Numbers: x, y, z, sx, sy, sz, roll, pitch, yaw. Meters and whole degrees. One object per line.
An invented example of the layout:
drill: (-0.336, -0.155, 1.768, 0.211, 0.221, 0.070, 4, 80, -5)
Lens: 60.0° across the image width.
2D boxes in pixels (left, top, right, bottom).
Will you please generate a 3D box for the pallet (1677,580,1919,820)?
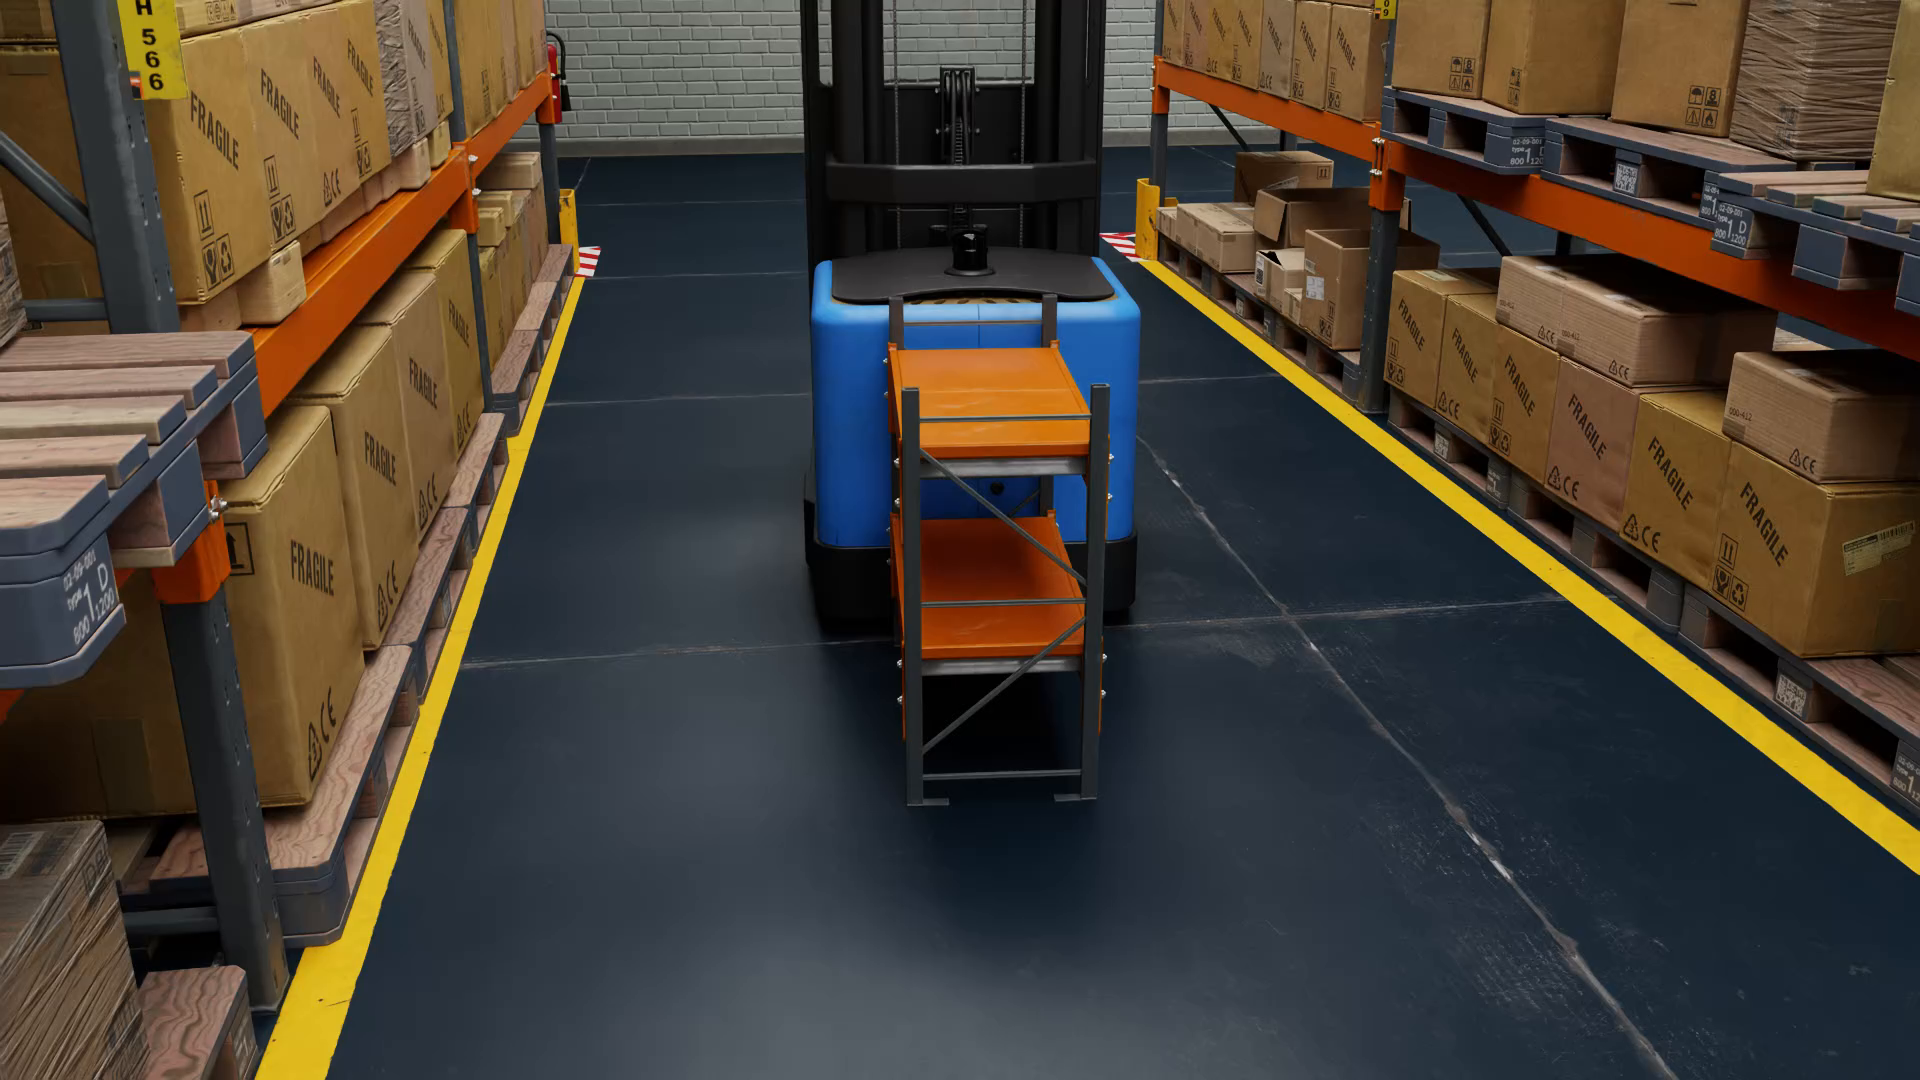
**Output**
pallet: (2.882, 0.400, 4.845, 1.003, 0.211, 1.213, -3, 21, -8)

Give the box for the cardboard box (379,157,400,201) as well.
cardboard box: (-2.079, -1.214, 5.511, 0.380, 0.149, 0.250, -3, 21, -8)

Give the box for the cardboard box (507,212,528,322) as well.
cardboard box: (-2.673, -1.422, 8.708, 0.700, 0.500, 0.500, -2, 21, -6)

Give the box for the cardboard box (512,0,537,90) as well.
cardboard box: (-2.903, -2.878, 9.206, 0.980, 0.700, 0.700, -3, 21, -8)

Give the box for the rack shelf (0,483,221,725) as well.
rack shelf: (-1.661, 0.634, 1.259, 1.077, 0.370, 4.000, -3, 21, -8)

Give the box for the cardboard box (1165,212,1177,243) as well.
cardboard box: (1.555, -2.046, 10.828, 0.380, 0.166, 0.250, -3, 21, -8)

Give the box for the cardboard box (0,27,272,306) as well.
cardboard box: (-1.766, -0.772, 3.399, 0.500, 0.500, 0.500, -2, 21, -6)

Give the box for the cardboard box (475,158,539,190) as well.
cardboard box: (-2.666, -2.134, 9.687, 0.380, 0.149, 0.250, -2, 21, -6)

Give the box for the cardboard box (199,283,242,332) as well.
cardboard box: (-1.795, -0.500, 3.599, 0.380, 0.149, 0.250, -3, 21, -7)

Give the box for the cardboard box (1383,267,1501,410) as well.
cardboard box: (2.204, -0.887, 7.247, 0.500, 0.500, 0.500, -4, 21, -10)

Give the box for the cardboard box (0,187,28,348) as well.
cardboard box: (-1.872, -0.486, 2.458, 0.700, 0.500, 0.500, -5, 21, -14)

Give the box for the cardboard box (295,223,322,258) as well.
cardboard box: (-1.981, -0.857, 4.553, 0.380, 0.149, 0.250, -3, 21, -7)

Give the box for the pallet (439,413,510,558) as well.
pallet: (-2.340, -0.210, 6.478, 1.003, 0.211, 1.213, -3, 21, -8)

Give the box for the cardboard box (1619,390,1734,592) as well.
cardboard box: (2.510, -0.173, 5.335, 0.500, 0.500, 0.500, -4, 21, -10)

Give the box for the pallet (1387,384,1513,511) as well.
pallet: (2.530, -0.445, 7.107, 1.003, 0.211, 1.213, -3, 21, -8)

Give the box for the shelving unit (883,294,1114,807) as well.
shelving unit: (0.074, -0.017, 4.655, 0.538, 1.125, 1.048, -1, 21, -4)

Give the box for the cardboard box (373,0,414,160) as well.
cardboard box: (-2.063, -1.478, 5.290, 0.500, 0.500, 0.500, -3, 21, -8)

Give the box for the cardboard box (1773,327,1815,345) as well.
cardboard box: (2.865, -0.565, 6.385, 0.500, 0.500, 0.500, -3, 21, -7)

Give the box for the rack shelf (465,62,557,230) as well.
rack shelf: (-2.814, -2.136, 8.675, 1.077, 0.370, 4.000, -3, 21, -8)

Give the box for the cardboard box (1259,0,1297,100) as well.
cardboard box: (1.897, -2.594, 8.733, 0.500, 0.500, 0.500, -2, 21, -7)

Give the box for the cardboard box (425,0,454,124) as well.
cardboard box: (-2.210, -1.829, 6.228, 0.500, 0.500, 0.500, -3, 21, -9)

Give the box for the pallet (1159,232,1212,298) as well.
pallet: (1.925, -1.807, 10.754, 1.003, 0.211, 1.213, -3, 21, -8)

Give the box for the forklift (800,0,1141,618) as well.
forklift: (-0.042, -1.593, 6.291, 1.130, 2.935, 3.031, -1, 21, -4)

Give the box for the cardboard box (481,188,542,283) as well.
cardboard box: (-2.831, -1.780, 9.668, 0.700, 0.500, 0.500, -3, 21, -8)

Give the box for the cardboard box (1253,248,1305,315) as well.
cardboard box: (1.904, -1.420, 8.946, 0.500, 0.311, 0.500, -3, 21, -8)

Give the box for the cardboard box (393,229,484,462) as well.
cardboard box: (-2.304, -0.751, 6.413, 0.750, 0.750, 0.750, -3, 21, -7)

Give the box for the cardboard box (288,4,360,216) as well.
cardboard box: (-1.903, -1.126, 4.346, 0.500, 0.500, 0.500, -3, 21, -8)

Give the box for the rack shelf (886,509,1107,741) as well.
rack shelf: (0.074, 0.212, 4.740, 0.538, 0.278, 1.000, -1, 21, -4)

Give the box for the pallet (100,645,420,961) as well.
pallet: (-1.989, 0.634, 4.216, 1.003, 0.211, 1.213, -3, 21, -8)

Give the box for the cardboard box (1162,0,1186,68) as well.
cardboard box: (1.602, -3.296, 10.611, 0.500, 0.500, 0.500, -2, 21, -7)

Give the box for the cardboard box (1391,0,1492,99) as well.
cardboard box: (2.222, -2.100, 6.807, 0.700, 0.500, 0.500, -10, 23, -26)

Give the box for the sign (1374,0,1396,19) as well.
sign: (1.839, -2.407, 7.136, 0.100, 0.325, 0.005, -3, 21, -8)

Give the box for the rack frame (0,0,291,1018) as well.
rack frame: (-1.950, -0.395, 2.987, 1.000, 3.000, 0.127, -3, 21, -8)

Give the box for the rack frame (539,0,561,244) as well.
rack frame: (-3.103, -3.165, 10.403, 1.000, 3.000, 0.127, -3, 21, -8)

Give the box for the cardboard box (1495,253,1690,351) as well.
cardboard box: (2.348, -0.892, 6.188, 0.500, 0.250, 0.500, -3, 21, -8)

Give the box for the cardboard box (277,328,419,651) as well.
cardboard box: (-2.046, -0.150, 4.802, 0.750, 0.750, 0.750, -3, 21, -8)

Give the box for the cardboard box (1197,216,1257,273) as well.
cardboard box: (1.740, -1.785, 10.010, 0.500, 0.250, 0.500, -3, 21, -8)

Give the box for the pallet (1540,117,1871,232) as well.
pallet: (2.667, -1.230, 5.495, 1.003, 0.211, 1.213, -3, 21, -8)

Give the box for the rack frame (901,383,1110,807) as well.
rack frame: (0.110, 0.160, 4.179, 0.500, 1.125, 0.032, -1, 21, -4)

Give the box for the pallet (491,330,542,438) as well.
pallet: (-2.558, -0.741, 7.899, 1.003, 0.211, 1.213, -3, 21, -8)

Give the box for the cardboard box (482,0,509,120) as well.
cardboard box: (-2.688, -2.362, 7.825, 0.980, 0.700, 0.700, -3, 21, -9)

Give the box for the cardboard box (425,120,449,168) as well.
cardboard box: (-2.137, -1.483, 6.230, 0.380, 0.149, 0.250, -3, 21, -7)

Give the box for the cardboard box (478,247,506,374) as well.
cardboard box: (-2.533, -1.070, 7.766, 0.700, 0.500, 0.500, -3, 21, -7)

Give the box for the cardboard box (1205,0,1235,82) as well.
cardboard box: (1.751, -2.944, 9.668, 0.500, 0.500, 0.500, -3, 21, -8)

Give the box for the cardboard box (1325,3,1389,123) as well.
cardboard box: (2.049, -2.238, 7.779, 0.500, 0.500, 0.500, -3, 21, -7)

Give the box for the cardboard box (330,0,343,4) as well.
cardboard box: (-1.994, -1.648, 4.672, 0.500, 0.250, 0.500, -3, 21, -9)

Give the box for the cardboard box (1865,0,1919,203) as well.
cardboard box: (2.750, -1.102, 4.137, 0.700, 0.500, 0.500, -10, 23, -26)

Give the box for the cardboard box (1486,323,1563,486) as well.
cardboard box: (2.356, -0.529, 6.289, 0.500, 0.500, 0.500, -3, 21, -7)

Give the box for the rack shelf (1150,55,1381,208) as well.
rack shelf: (2.087, -2.387, 9.348, 1.077, 0.370, 4.000, -3, 21, -8)

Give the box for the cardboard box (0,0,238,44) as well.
cardboard box: (-1.764, -1.122, 3.265, 0.500, 0.250, 0.500, -2, 21, -6)

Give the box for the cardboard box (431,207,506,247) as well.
cardboard box: (-2.401, -1.502, 7.995, 0.380, 0.149, 0.250, -2, 21, -6)

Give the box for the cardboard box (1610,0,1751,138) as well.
cardboard box: (2.691, -1.666, 5.647, 0.700, 0.500, 0.500, -8, 22, -21)

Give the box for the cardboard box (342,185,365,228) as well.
cardboard box: (-2.031, -1.034, 5.029, 0.380, 0.149, 0.250, -2, 21, -6)

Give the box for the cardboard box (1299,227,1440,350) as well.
cardboard box: (2.012, -1.249, 8.218, 0.500, 0.500, 0.500, -3, 21, -8)

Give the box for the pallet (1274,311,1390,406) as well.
pallet: (2.277, -0.963, 8.492, 1.003, 0.211, 1.213, -3, 21, -8)

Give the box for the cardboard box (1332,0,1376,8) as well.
cardboard box: (2.046, -2.709, 7.609, 0.500, 0.500, 0.500, -3, 21, -7)

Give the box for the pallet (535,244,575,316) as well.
pallet: (-2.910, -1.586, 10.161, 1.003, 0.211, 1.213, -3, 21, -8)

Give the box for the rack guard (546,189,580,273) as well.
rack guard: (-3.106, -2.002, 10.863, 1.175, 0.500, 0.348, -3, 21, -8)

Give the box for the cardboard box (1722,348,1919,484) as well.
cardboard box: (2.572, -0.364, 4.776, 0.500, 0.250, 0.500, -2, 21, -6)
